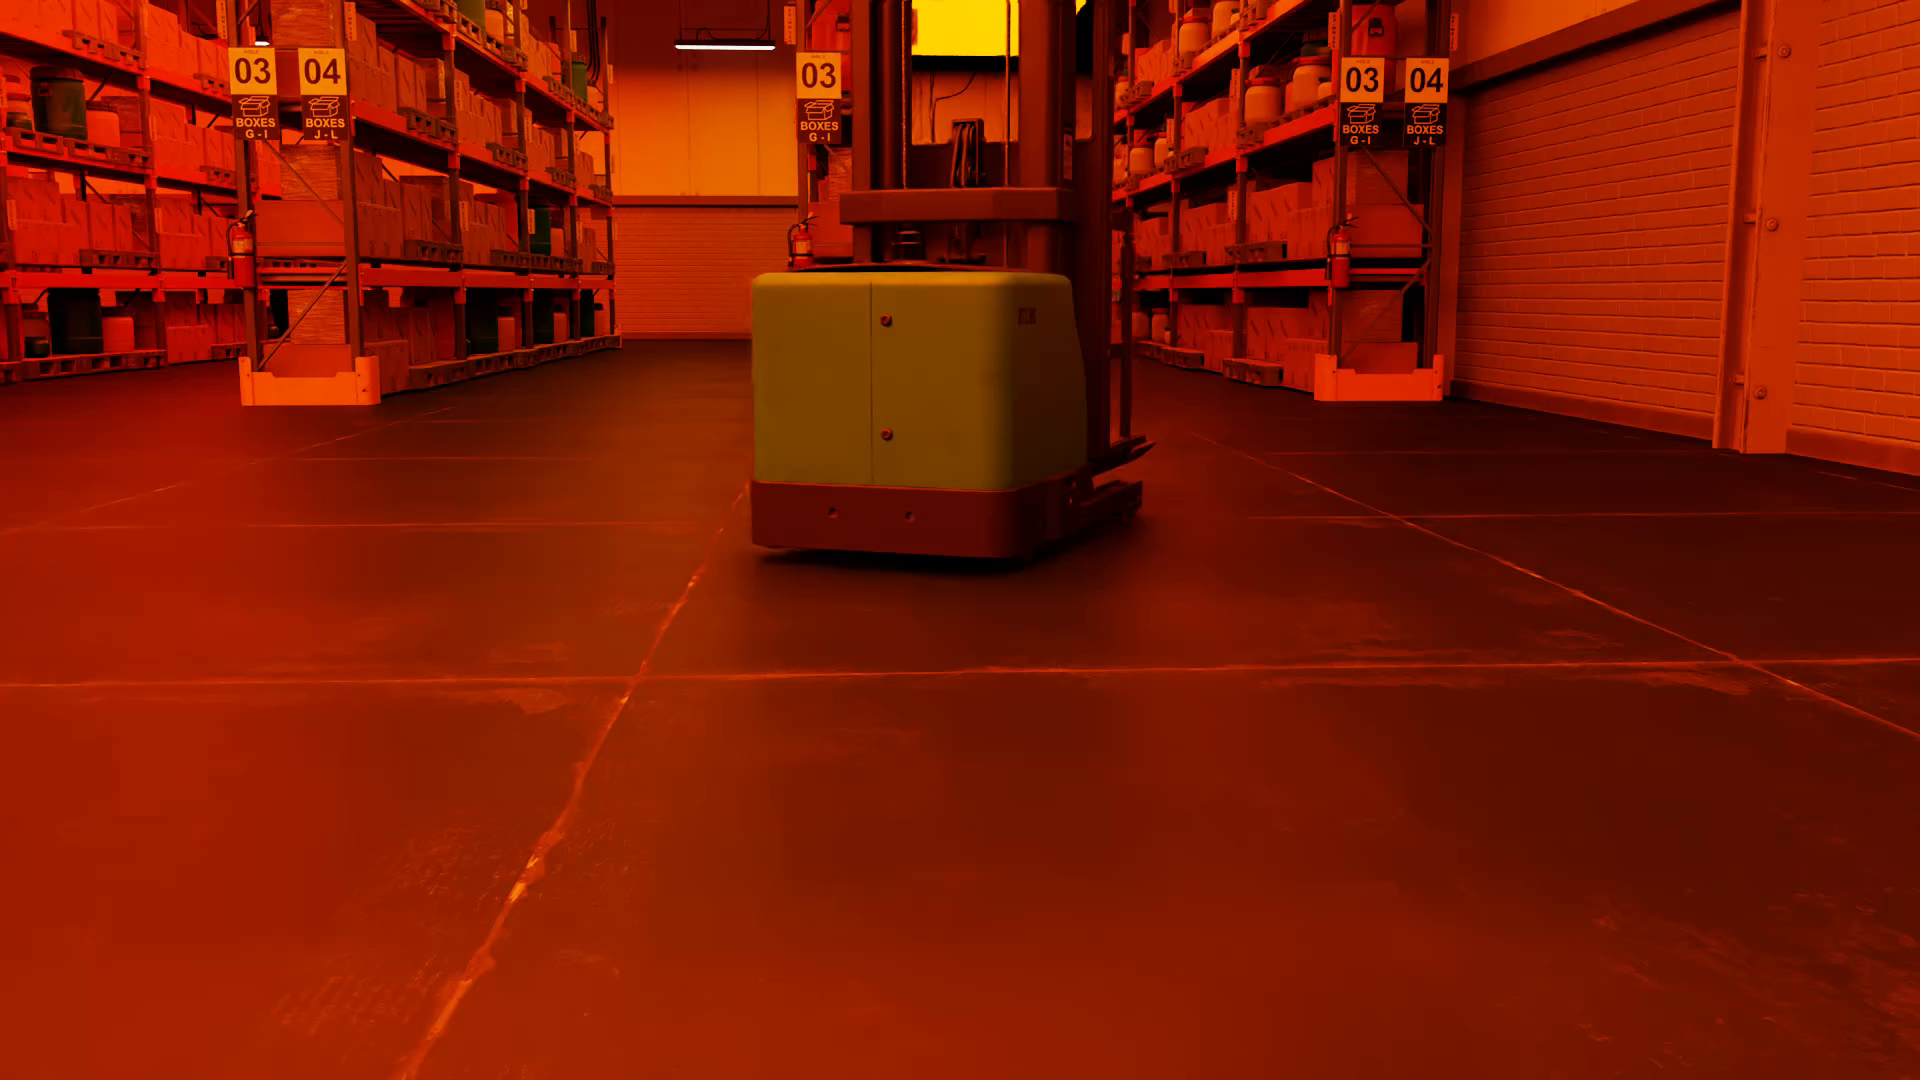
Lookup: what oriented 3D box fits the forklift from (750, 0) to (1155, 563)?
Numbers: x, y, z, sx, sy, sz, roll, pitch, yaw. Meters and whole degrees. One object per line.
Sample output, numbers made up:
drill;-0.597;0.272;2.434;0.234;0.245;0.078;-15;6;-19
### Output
forklift;0.189;-1.544;7.229;1.130;2.935;3.031;3;9;19
